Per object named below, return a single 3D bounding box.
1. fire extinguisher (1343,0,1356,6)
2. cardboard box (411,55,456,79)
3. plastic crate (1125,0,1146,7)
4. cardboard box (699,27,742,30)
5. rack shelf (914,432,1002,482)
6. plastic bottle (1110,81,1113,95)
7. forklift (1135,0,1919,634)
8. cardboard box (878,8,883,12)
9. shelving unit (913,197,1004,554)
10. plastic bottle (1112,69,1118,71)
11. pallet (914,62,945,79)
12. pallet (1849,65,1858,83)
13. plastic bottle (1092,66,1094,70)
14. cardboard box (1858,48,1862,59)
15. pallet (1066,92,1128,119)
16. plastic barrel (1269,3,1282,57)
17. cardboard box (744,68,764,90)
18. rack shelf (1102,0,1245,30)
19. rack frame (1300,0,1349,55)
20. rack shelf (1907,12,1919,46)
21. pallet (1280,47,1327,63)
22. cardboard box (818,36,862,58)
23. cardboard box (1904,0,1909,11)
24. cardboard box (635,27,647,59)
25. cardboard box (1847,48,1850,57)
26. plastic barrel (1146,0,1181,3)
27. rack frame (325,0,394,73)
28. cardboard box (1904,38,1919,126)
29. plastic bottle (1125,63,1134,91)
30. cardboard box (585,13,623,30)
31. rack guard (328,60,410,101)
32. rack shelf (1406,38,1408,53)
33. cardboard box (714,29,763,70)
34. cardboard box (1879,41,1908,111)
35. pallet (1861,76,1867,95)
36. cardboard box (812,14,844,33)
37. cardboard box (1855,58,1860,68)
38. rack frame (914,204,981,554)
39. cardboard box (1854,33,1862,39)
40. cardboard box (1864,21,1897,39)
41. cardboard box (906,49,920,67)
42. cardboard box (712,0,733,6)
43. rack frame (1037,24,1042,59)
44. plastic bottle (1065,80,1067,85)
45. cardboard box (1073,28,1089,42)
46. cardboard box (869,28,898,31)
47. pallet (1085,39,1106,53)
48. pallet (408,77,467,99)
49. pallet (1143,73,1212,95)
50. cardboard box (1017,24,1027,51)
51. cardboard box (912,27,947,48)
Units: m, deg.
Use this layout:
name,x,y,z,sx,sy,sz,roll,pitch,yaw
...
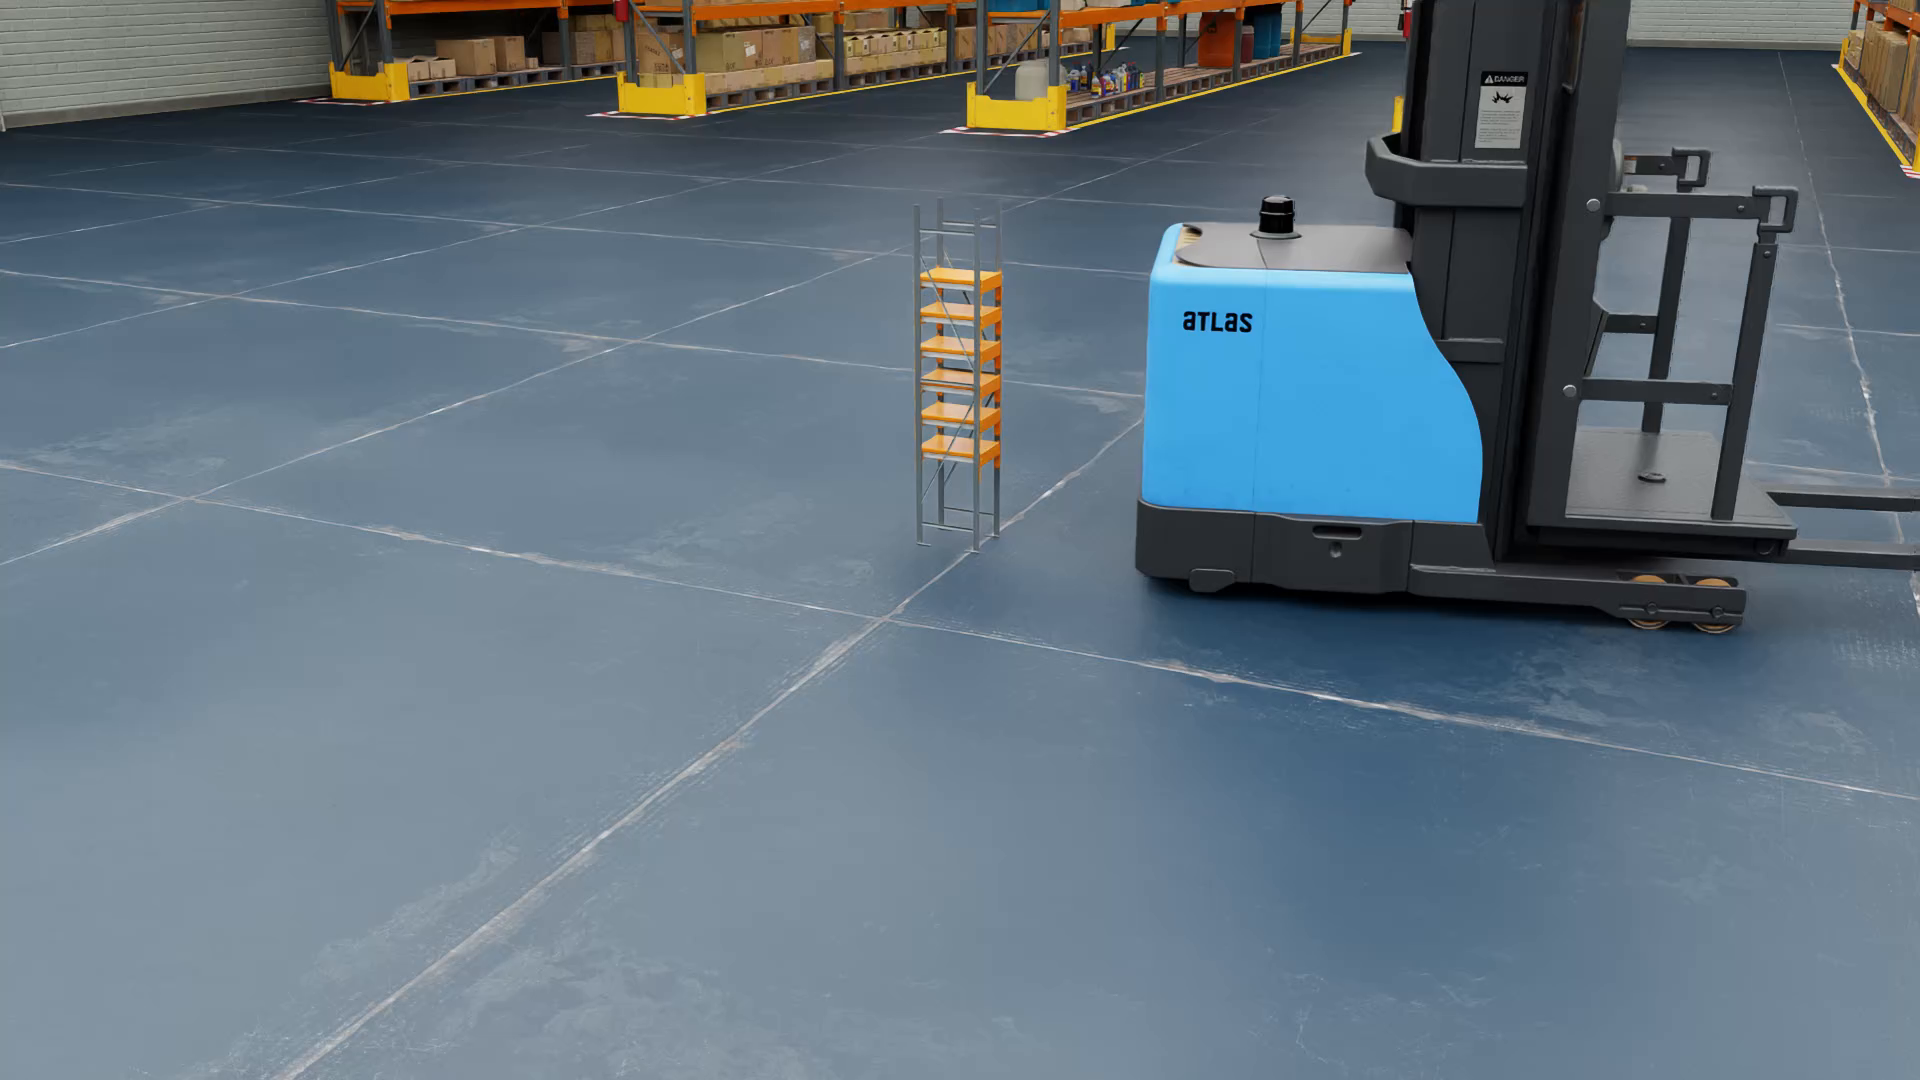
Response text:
name,x,y,z,sx,sy,sz,roll,pitch,yaw
fire extinguisher,7.704,-10.939,32.924,0.296,0.674,0.183,9,21,23
cardboard box,-7.763,-6.950,24.390,0.500,0.311,0.500,11,22,27
plastic crate,2.109,-7.054,21.548,0.499,0.251,0.616,9,21,23
cardboard box,-3.291,-6.878,23.190,0.500,0.500,0.500,9,21,23
rack shelf,-0.006,-0.293,5.851,0.258,0.103,0.180,9,21,23
plastic bottle,1.925,-5.842,21.440,0.097,0.201,0.097,0,20,0
forklift,2.145,-1.284,5.204,3.031,2.935,1.130,3,20,9
cardboard box,-1.892,-11.561,36.135,0.380,0.149,0.250,8,21,22
shelving unit,-0.006,-0.561,5.755,0.258,1.200,0.189,9,21,23
plastic bottle,2.089,-6.141,22.168,0.152,0.276,0.135,9,21,23
pallet,-0.938,-7.843,27.707,1.003,0.211,1.213,9,21,23
pallet,14.835,-7.450,26.603,1.003,0.211,1.213,9,21,23
plastic bottle,1.774,-6.272,22.527,0.061,0.283,0.133,9,21,23
cardboard box,14.431,-7.688,26.295,0.380,0.149,0.250,9,21,24
pallet,1.503,-5.612,21.433,1.003,0.211,1.213,9,21,23
plastic barrel,5.352,-8.990,29.276,0.600,0.901,0.708,9,21,23
cardboard box,-3.012,-6.299,22.682,0.500,0.250,0.500,9,21,23
rack shelf,3.133,-7.772,24.419,1.077,0.370,4.000,9,21,23
rack frame,7.228,-11.168,32.894,1.000,3.000,0.127,9,21,23
rack shelf,10.497,-5.158,17.069,1.077,0.370,4.000,9,21,23
pallet,6.354,-9.235,31.623,1.003,0.211,1.213,9,21,23
cardboard box,-1.807,-7.439,25.049,0.500,0.311,0.500,9,21,23
cardboard box,11.493,-6.506,19.637,0.500,0.500,0.500,8,21,22
cardboard box,-5.828,-8.586,28.710,0.700,0.500,0.500,8,21,22
cardboard box,15.724,-8.515,29.063,0.380,0.149,0.250,9,21,24
plastic barrel,2.749,-7.812,22.710,0.600,0.901,0.708,9,21,23
rack frame,-8.362,-7.636,22.963,1.000,3.000,0.127,9,21,23
cardboard box,10.629,-4.846,17.663,0.875,0.875,0.875,9,21,23
plastic bottle,2.235,-6.163,22.120,0.144,0.351,0.185,7,21,20
cardboard box,-6.051,-8.763,28.089,0.500,0.250,0.500,8,21,21
rack guard,-8.331,-6.481,23.447,1.175,0.500,0.348,9,21,23
rack shelf,6.014,-5.869,19.070,1.077,0.370,4.000,9,21,23
cardboard box,-3.023,-6.654,22.560,0.500,0.500,0.500,9,21,23
cardboard box,11.488,-5.448,19.543,1.050,0.750,0.750,8,21,22
pallet,13.777,-6.627,24.289,1.003,0.211,1.213,9,21,23
cardboard box,-2.840,-10.692,34.660,0.700,0.500,0.500,8,21,22
cardboard box,14.442,-7.575,26.420,0.380,0.149,0.250,9,21,23
rack frame,-0.043,-0.533,5.677,0.240,1.200,0.006,9,21,23
cardboard box,15.185,-8.393,27.832,0.380,0.149,0.250,9,21,24
cardboard box,14.049,-7.738,25.234,0.500,0.250,0.500,8,21,20
cardboard box,-0.975,-7.800,26.900,0.500,0.250,0.500,9,22,24
cardboard box,-3.428,-7.307,21.888,0.700,0.500,0.500,9,22,24
rack frame,1.073,-10.626,31.370,1.000,3.000,0.127,9,21,23
plastic bottle,1.335,-5.891,21.577,0.097,0.201,0.097,0,20,0
cardboard box,2.296,-10.274,33.828,0.500,0.250,0.500,9,21,23
cardboard box,-1.255,-8.288,27.437,0.500,0.311,0.500,8,21,21
pallet,2.354,-10.267,34.525,1.003,0.211,1.213,9,21,23
pallet,-7.966,-6.589,24.181,1.003,0.211,1.213,9,21,23
pallet,3.098,-6.805,24.789,1.003,0.211,1.213,9,21,23
cardboard box,0.922,-9.315,30.759,0.500,0.500,0.500,9,21,23
cardboard box,-0.555,-8.376,27.683,0.500,0.311,0.500,9,22,24
